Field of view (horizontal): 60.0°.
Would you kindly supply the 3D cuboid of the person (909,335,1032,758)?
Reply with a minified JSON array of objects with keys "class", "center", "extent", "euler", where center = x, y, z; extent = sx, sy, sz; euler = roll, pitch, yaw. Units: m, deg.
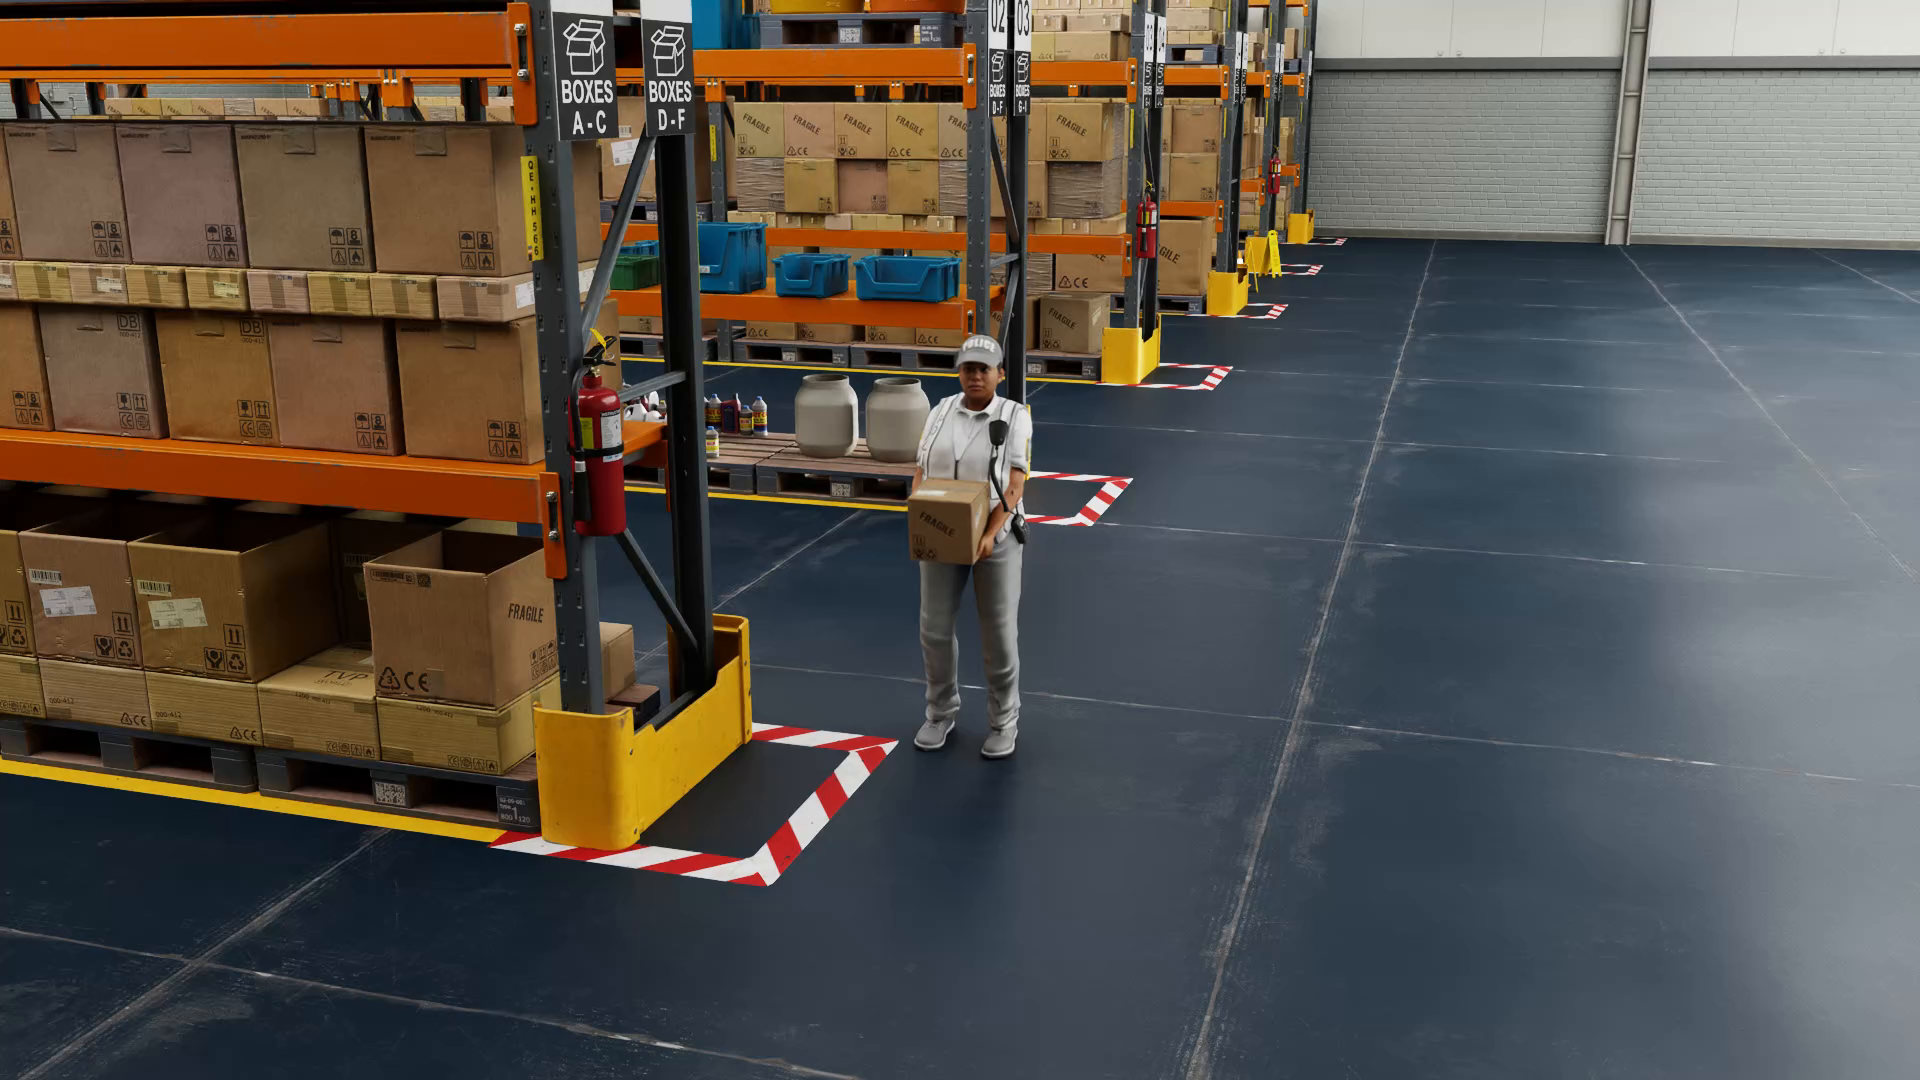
[{"class":"person","center":[0.028,0.039,6.512],"extent":[0.452,1.654,0.535],"euler":[5,16,17]}]
